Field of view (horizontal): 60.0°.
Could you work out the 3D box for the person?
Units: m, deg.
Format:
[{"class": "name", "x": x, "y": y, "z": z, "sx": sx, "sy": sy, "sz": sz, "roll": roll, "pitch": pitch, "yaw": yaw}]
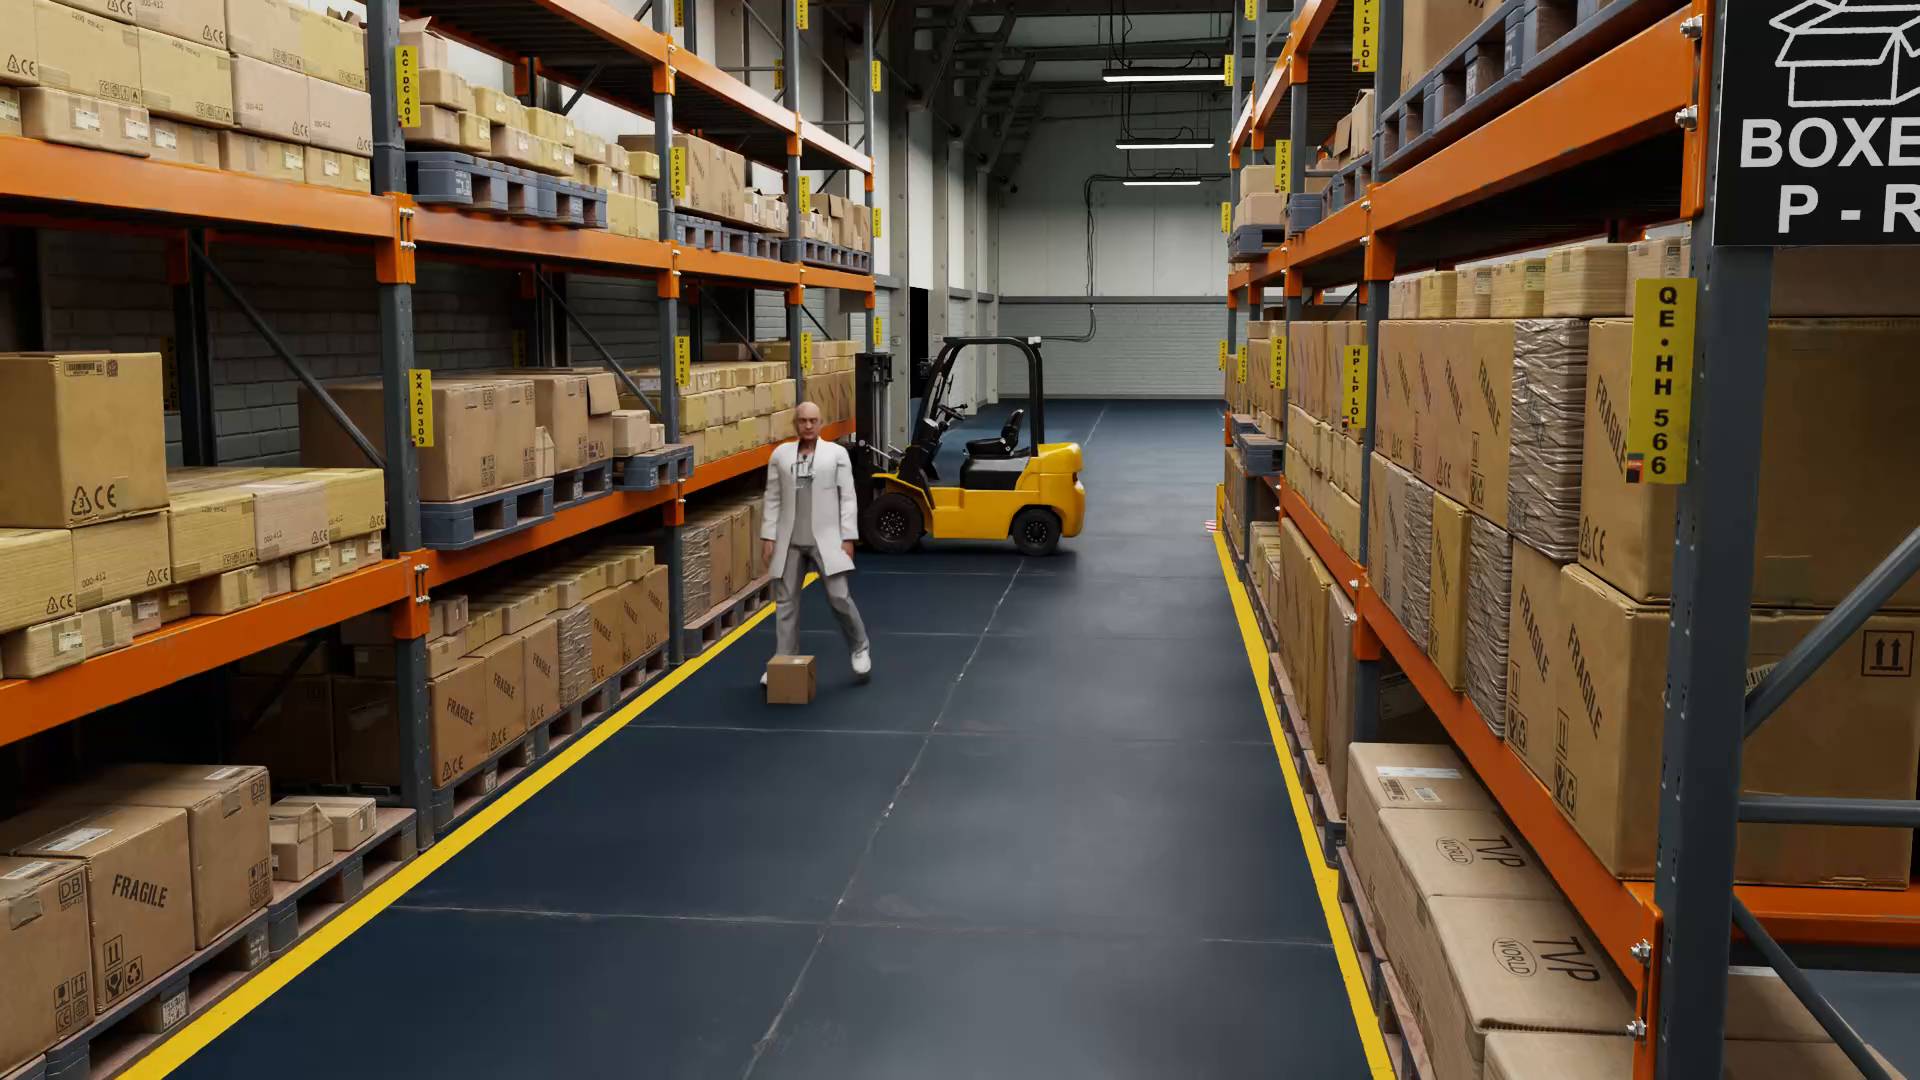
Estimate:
[{"class": "person", "x": -0.948, "y": 0.014, "z": 10.601, "sx": 0.670, "sy": 1.786, "sz": 0.562, "roll": 1, "pitch": 7, "yaw": 8}]
